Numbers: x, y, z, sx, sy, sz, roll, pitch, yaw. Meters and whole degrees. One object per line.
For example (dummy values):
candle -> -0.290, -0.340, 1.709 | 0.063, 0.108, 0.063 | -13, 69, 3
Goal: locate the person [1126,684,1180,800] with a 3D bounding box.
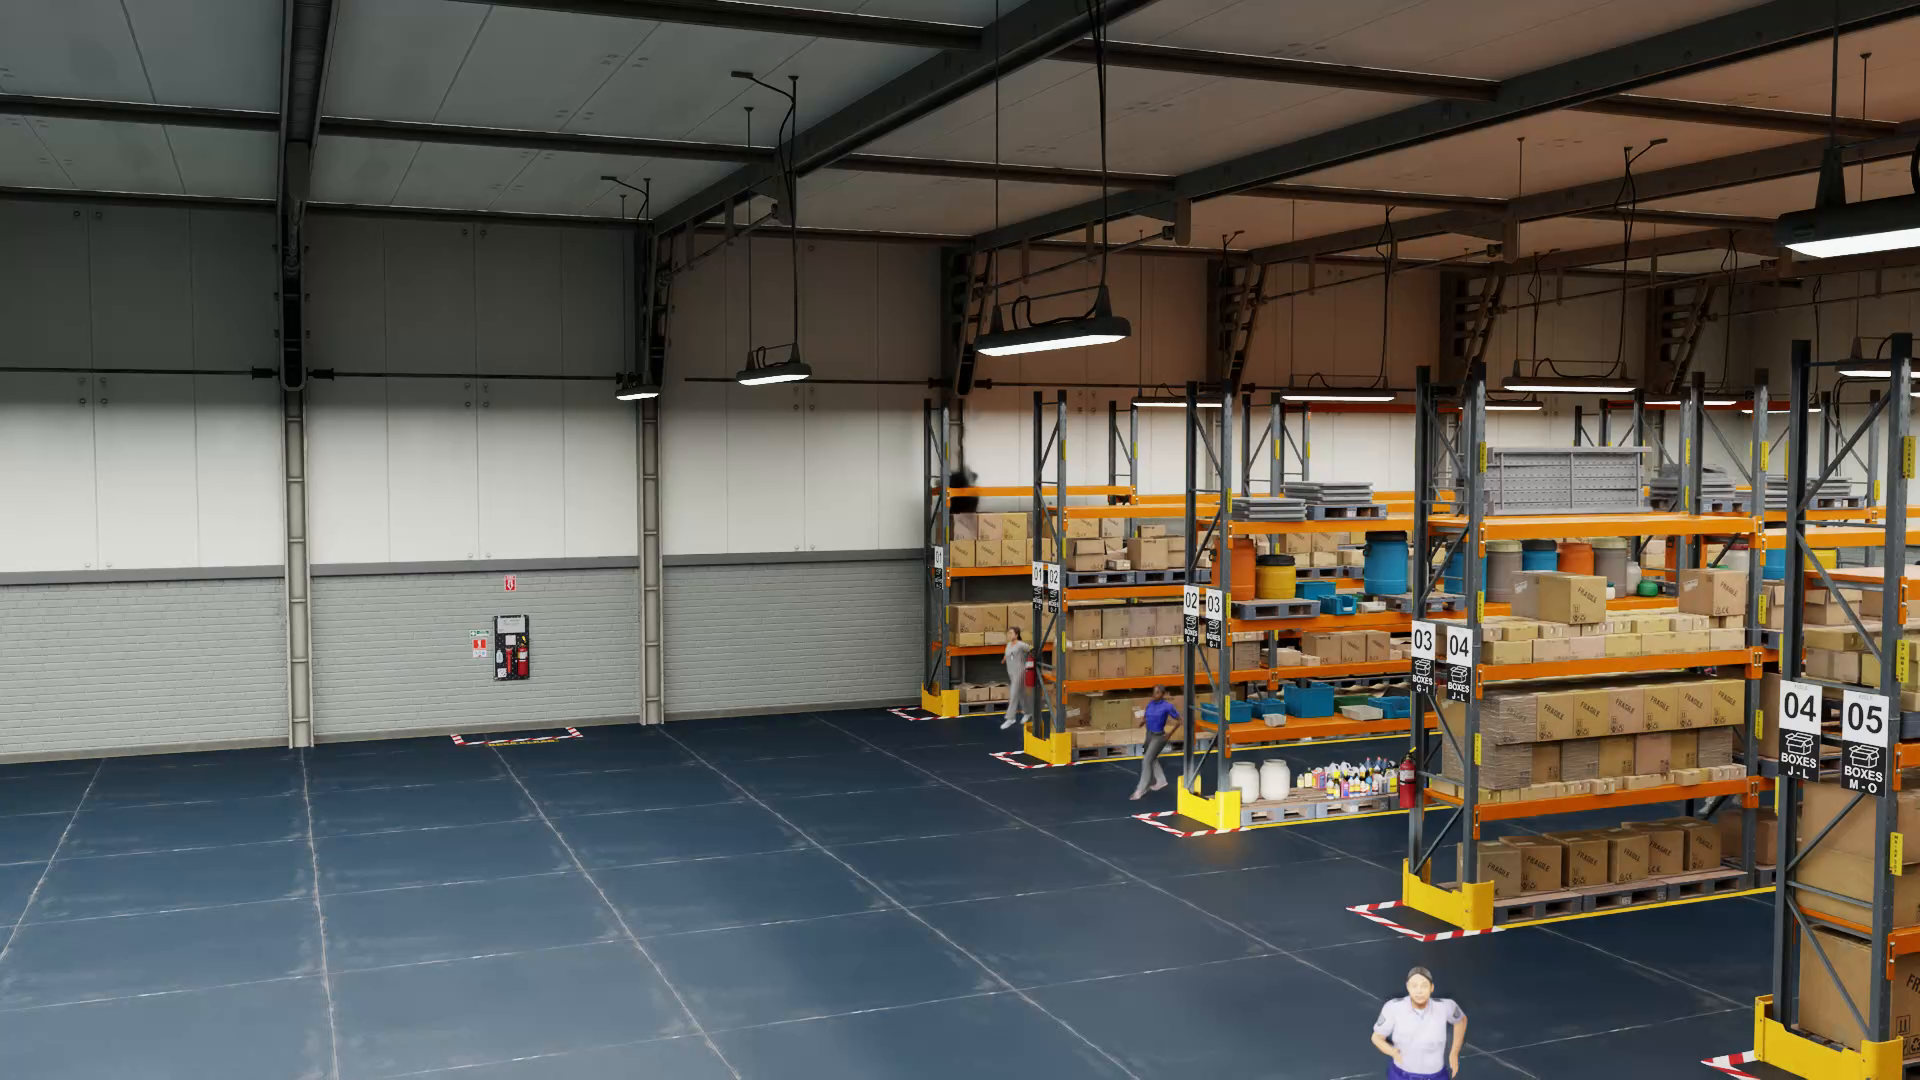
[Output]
person -> 2.817, 2.923, 24.103 | 0.777, 1.673, 0.645 | -2, 4, -35

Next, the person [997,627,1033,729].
person -> 0.945, 2.354, 28.618 | 0.845, 1.719, 0.611 | -3, 4, -38

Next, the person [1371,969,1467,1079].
person -> 3.097, 3.716, 11.242 | 0.621, 1.689, 0.836 | 1, 4, 17

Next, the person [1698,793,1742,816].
person -> 10.566, 2.957, 23.069 | 0.757, 1.699, 0.611 | -2, 4, -25
